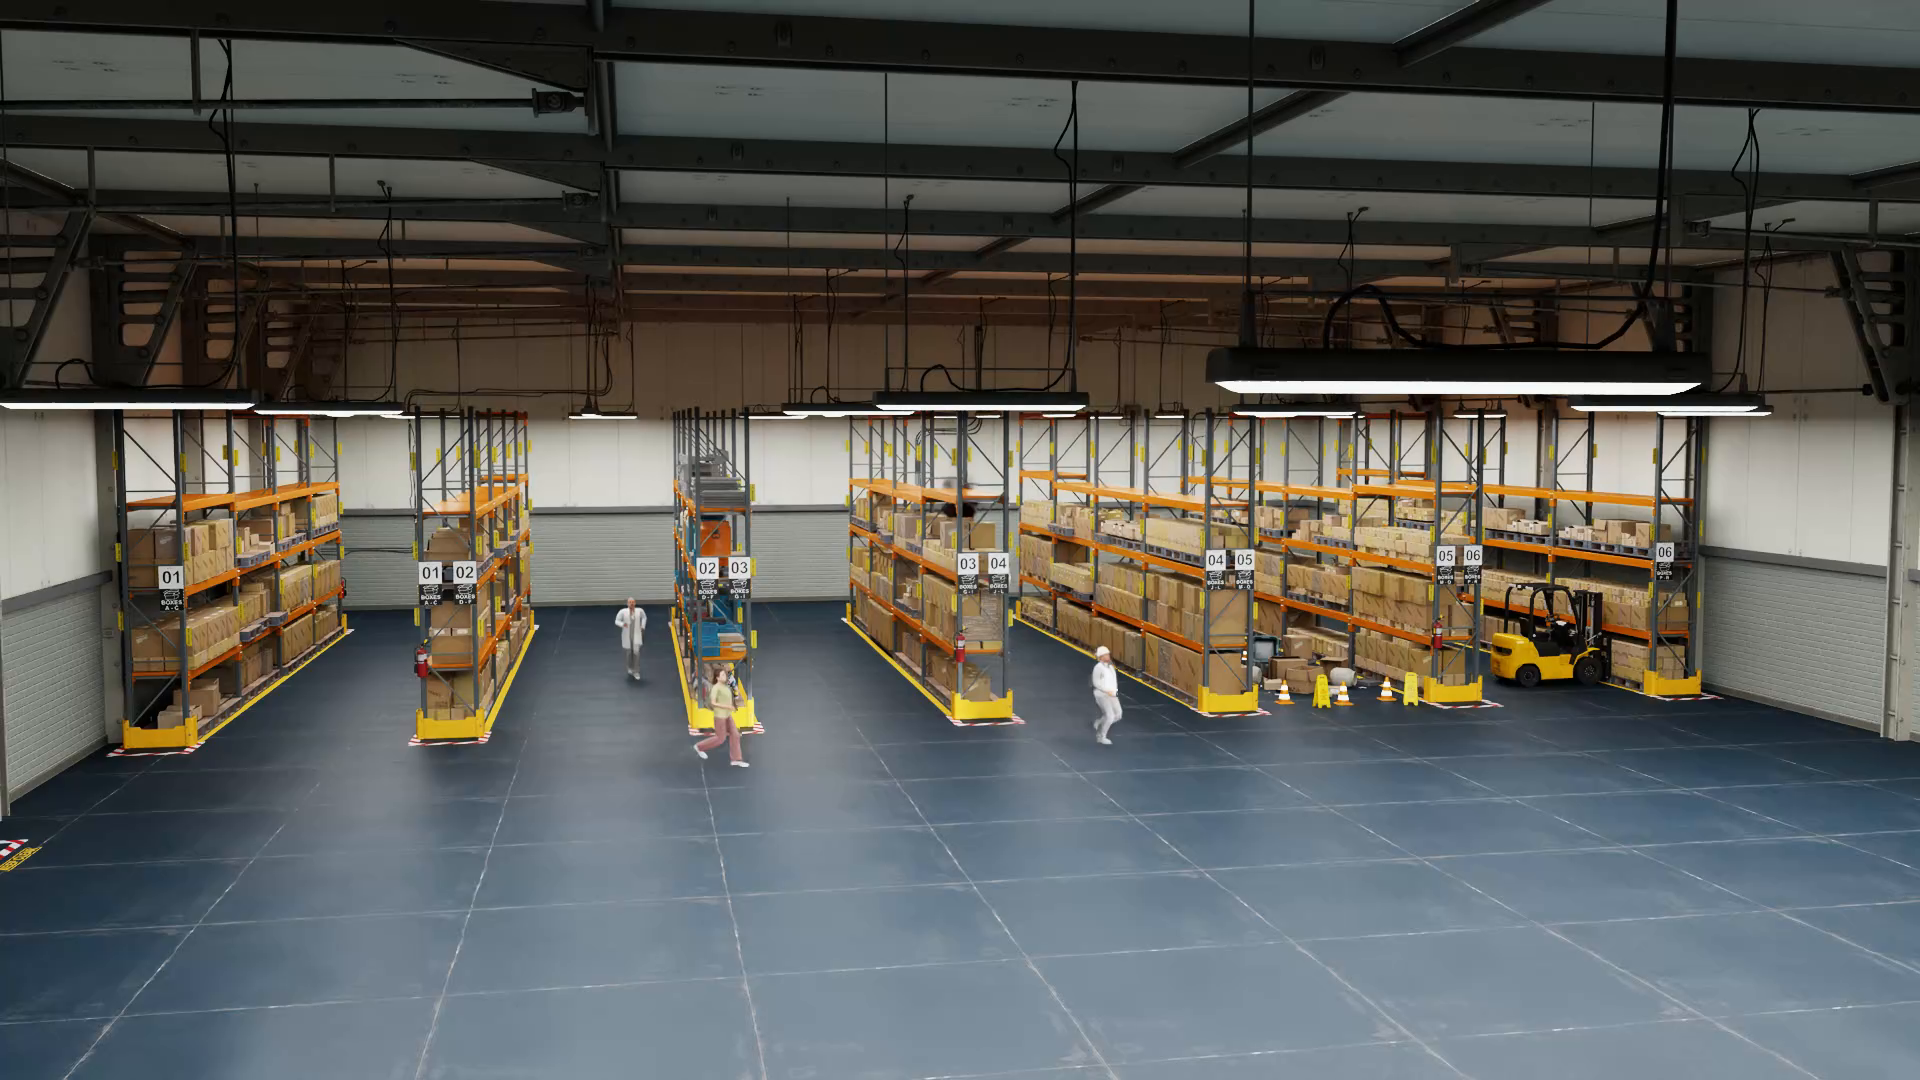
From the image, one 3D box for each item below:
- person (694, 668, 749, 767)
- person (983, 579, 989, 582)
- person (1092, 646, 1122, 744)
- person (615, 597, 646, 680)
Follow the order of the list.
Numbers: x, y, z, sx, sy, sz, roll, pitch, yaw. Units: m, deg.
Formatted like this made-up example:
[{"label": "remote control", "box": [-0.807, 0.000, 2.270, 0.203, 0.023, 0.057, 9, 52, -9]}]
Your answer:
[{"label": "person", "box": [-3.953, 2.939, 27.590, 0.945, 1.644, 0.592, 1, 4, 14]}, {"label": "person", "box": [0.847, 1.559, 46.560, 0.672, 1.776, 0.851, -1, 4, -7]}, {"label": "person", "box": [2.601, 2.758, 29.609, 0.523, 1.736, 0.668, 2, 5, 31]}, {"label": "person", "box": [-7.366, 2.198, 37.212, 0.684, 1.843, 0.864, -1, 4, -11]}]
